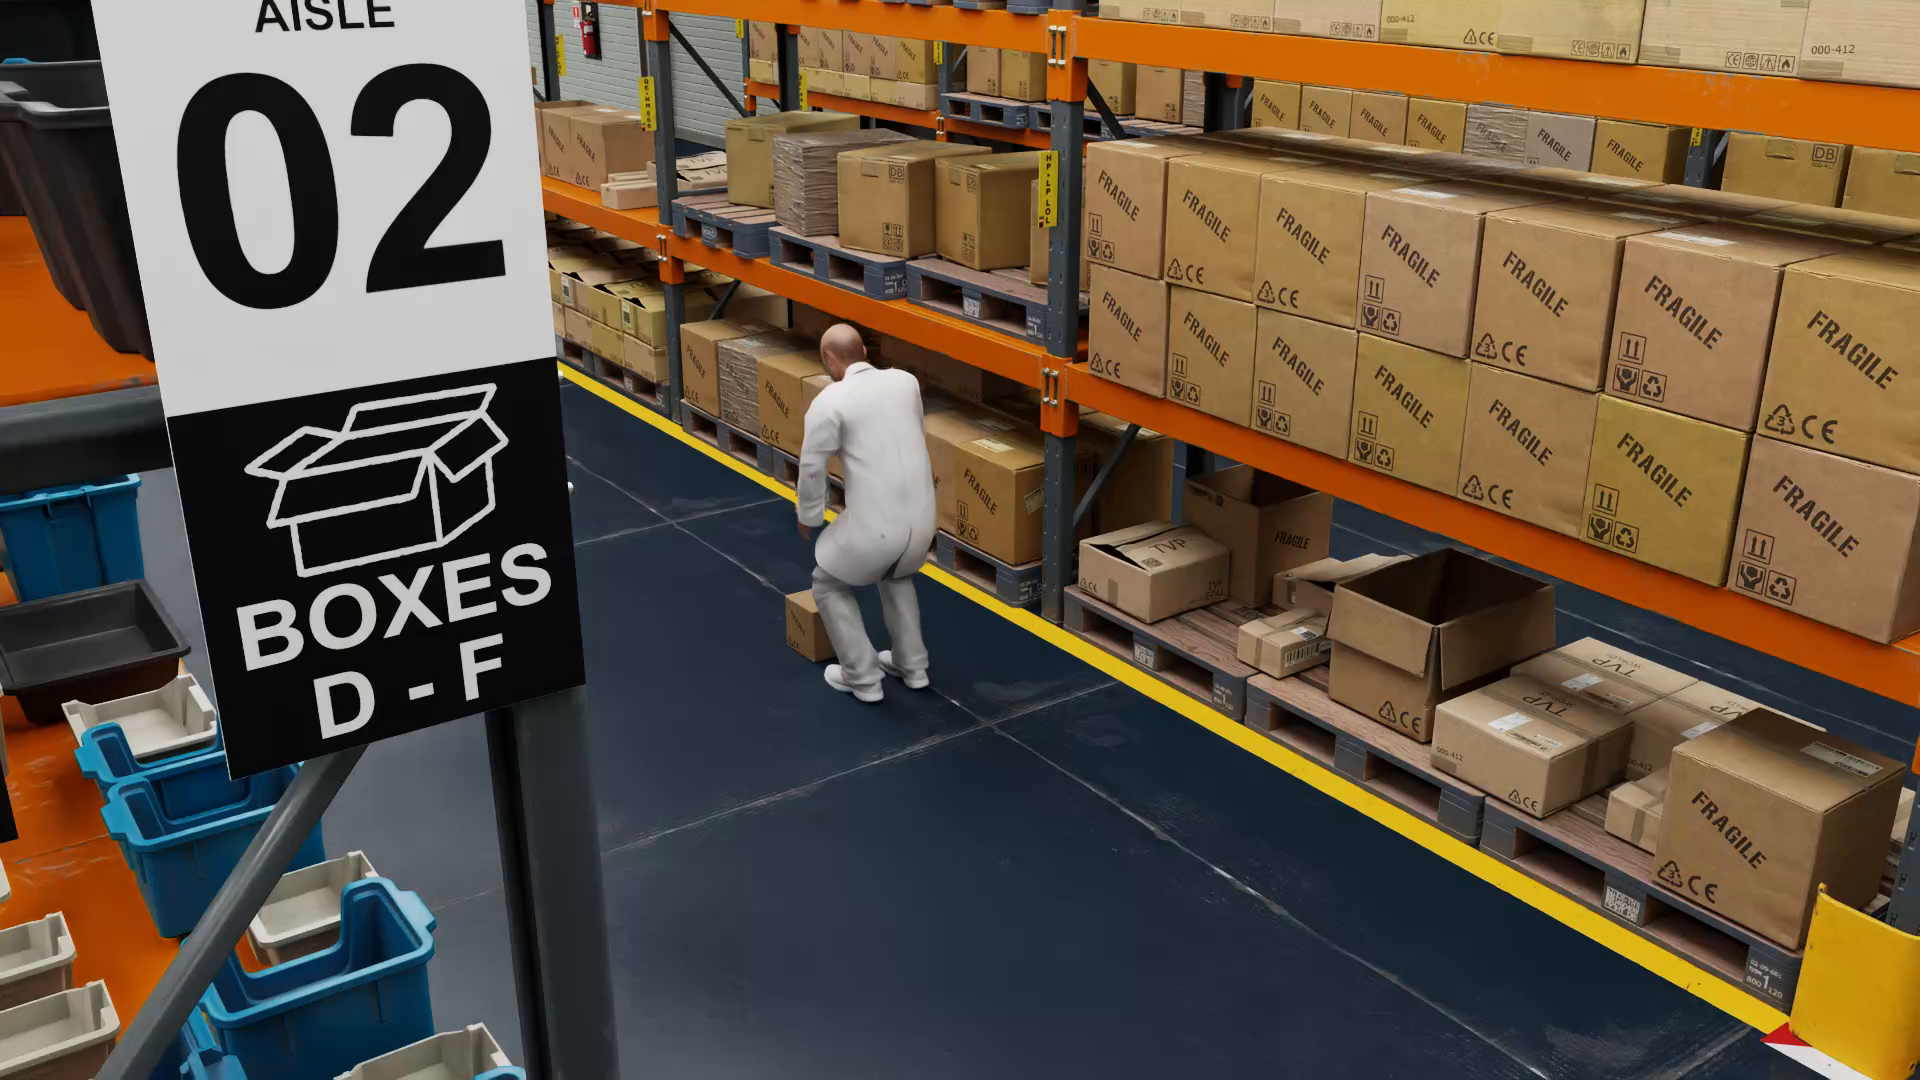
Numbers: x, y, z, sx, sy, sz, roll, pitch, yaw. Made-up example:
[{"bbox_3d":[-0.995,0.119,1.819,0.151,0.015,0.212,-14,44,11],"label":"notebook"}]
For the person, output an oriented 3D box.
[{"bbox_3d":[-0.388,-0.097,7.114,0.618,1.601,0.564,-14,25,-32],"label":"person"}]
